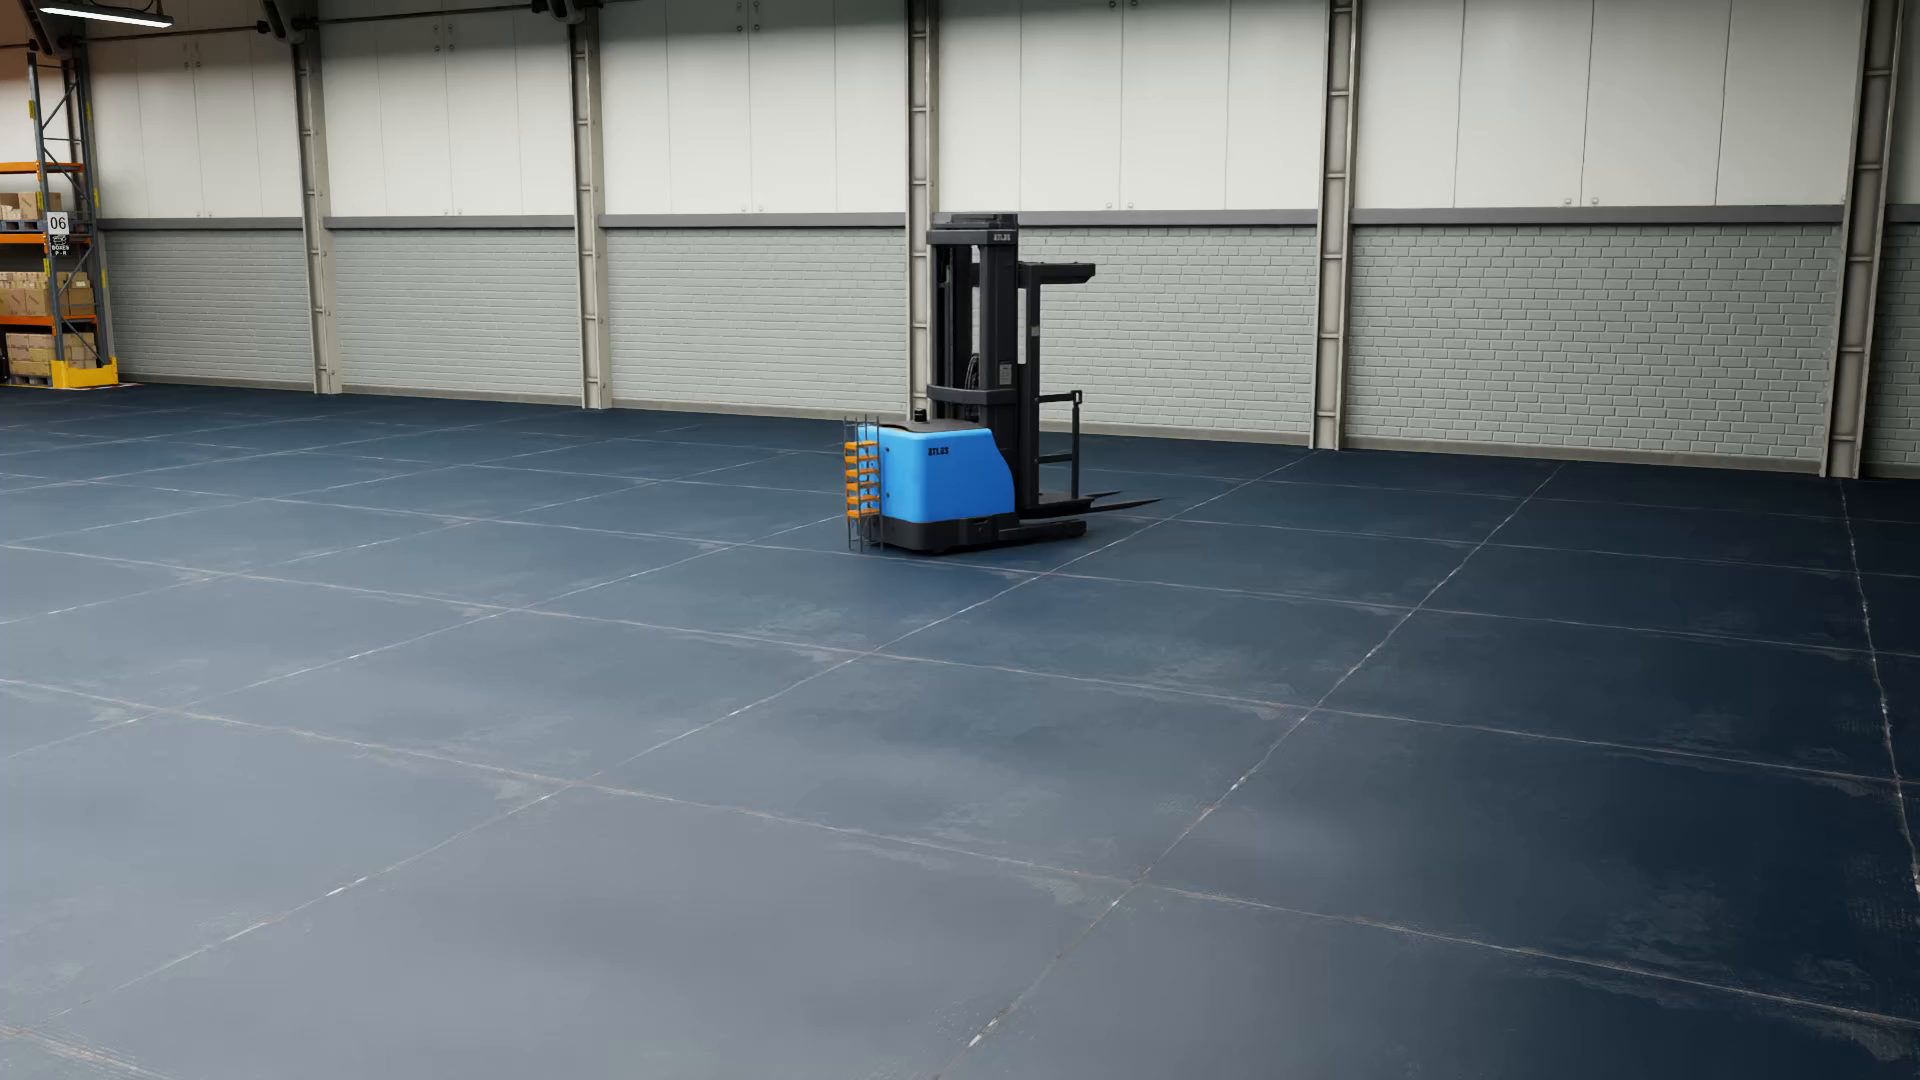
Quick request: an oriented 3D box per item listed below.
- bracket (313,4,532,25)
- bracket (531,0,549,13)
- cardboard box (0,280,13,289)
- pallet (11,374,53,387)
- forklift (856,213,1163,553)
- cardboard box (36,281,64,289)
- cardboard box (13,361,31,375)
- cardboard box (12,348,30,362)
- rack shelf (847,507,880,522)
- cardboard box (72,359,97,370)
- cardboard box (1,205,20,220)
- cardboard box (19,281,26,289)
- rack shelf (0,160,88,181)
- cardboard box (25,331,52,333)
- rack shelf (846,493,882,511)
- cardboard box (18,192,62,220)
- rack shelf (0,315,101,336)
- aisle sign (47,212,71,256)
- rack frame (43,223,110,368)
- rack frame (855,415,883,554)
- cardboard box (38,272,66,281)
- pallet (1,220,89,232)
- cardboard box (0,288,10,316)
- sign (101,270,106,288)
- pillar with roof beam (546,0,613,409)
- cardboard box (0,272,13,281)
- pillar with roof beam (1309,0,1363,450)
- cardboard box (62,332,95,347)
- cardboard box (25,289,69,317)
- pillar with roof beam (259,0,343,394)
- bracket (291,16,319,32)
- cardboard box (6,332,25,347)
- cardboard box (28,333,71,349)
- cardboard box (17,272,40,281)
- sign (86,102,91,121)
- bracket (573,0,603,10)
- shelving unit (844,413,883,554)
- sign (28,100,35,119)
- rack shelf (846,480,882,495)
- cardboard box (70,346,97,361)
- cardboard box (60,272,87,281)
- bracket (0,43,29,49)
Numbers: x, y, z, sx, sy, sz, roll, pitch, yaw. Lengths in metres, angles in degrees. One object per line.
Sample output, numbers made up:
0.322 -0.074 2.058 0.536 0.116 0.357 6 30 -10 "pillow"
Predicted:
-8.763 -8.539 27.036 4.783 0.066 0.076 5 11 26 "bracket"
-6.452 -8.336 25.914 0.430 0.232 0.235 5 11 26 "bracket"
-17.819 -4.815 31.310 0.250 0.149 0.380 5 11 24 "cardboard box"
-17.163 -3.065 31.572 1.213 0.211 1.003 5 11 26 "pallet"
0.553 -1.509 15.340 3.031 2.935 1.130 -7 13 -35 "forklift"
-16.894 -4.734 30.865 0.250 0.149 0.380 5 11 27 "cardboard box"
-17.462 -3.264 31.386 0.500 0.250 0.500 5 11 26 "cardboard box"
-17.479 -3.513 31.355 0.500 0.250 0.500 5 11 25 "cardboard box"
-0.839 -0.217 14.632 0.258 0.103 0.180 -10 14 -36 "rack shelf"
-16.813 -3.307 31.622 0.500 0.250 0.500 5 11 26 "cardboard box"
-17.564 -6.086 30.930 0.258 0.266 0.396 5 11 26 "cardboard box"
-17.342 -4.780 31.117 0.250 0.149 0.380 5 12 27 "cardboard box"
-18.252 -6.942 31.464 4.000 0.370 1.077 5 11 26 "rack shelf"
-17.699 -3.877 31.964 0.500 0.250 0.500 5 11 25 "cardboard box"
-0.842 -0.334 14.608 0.258 0.103 0.180 -10 14 -36 "rack shelf"
-16.964 -6.161 30.683 0.500 0.500 0.500 5 12 28 "cardboard box"
-18.252 -4.187 31.963 4.000 0.370 1.077 5 11 26 "rack shelf"
-16.530 -5.611 30.509 0.004 0.787 0.394 5 11 26 "aisle sign"
-16.459 -4.383 31.028 0.127 3.000 1.000 5 11 26 "rack frame"
-0.790 -0.482 14.504 0.240 1.200 0.006 -10 14 -36 "rack frame"
-16.873 -4.893 30.905 0.250 0.149 0.380 5 11 26 "cardboard box"
-17.081 -5.876 31.099 1.213 0.211 1.003 5 11 26 "pallet"
-17.937 -4.512 31.458 0.500 0.500 0.500 5 11 25 "cardboard box"
-16.208 -4.937 31.431 0.005 0.325 0.100 5 11 26 "sign"
-7.828 -5.901 22.568 0.548 9.000 9.100 5 11 26 "pillar with roof beam"
-17.828 -4.958 31.264 0.250 0.149 0.380 5 12 27 "cardboard box"
2.934 -4.956 17.344 0.400 9.000 9.100 5 11 26 "pillar with roof beam"
-16.806 -3.797 31.523 0.500 0.250 0.500 5 11 25 "cardboard box"
-17.016 -4.430 31.001 0.500 0.500 0.500 5 11 25 "cardboard box"
-13.208 -6.374 25.181 0.548 9.000 9.100 5 11 26 "pillar with roof beam"
-11.089 -8.743 28.165 0.430 0.232 0.235 5 11 26 "bracket"
-17.927 -3.793 31.500 0.500 0.250 0.500 5 11 27 "cardboard box"
-17.010 -3.716 31.072 0.500 0.250 0.500 5 12 28 "cardboard box"
-17.355 -4.924 31.075 0.250 0.149 0.380 5 12 27 "cardboard box"
-16.208 -7.961 30.883 0.005 0.325 0.100 5 11 26 "sign"
-5.708 -8.271 25.553 0.430 0.232 0.235 5 11 26 "bracket"
-0.845 -0.495 14.576 0.258 1.200 0.189 -10 14 -36 "shelving unit"
-16.712 -7.749 29.931 0.005 0.325 0.100 5 11 26 "sign"
-0.844 -0.452 14.585 0.258 0.103 0.180 -10 14 -36 "rack shelf"
-16.788 -3.553 31.579 0.500 0.250 0.500 5 12 27 "cardboard box"
-16.665 -4.959 31.269 0.250 0.149 0.380 5 11 25 "cardboard box"
-19.524 -9.485 32.261 4.783 0.066 0.076 5 11 26 "bracket"
